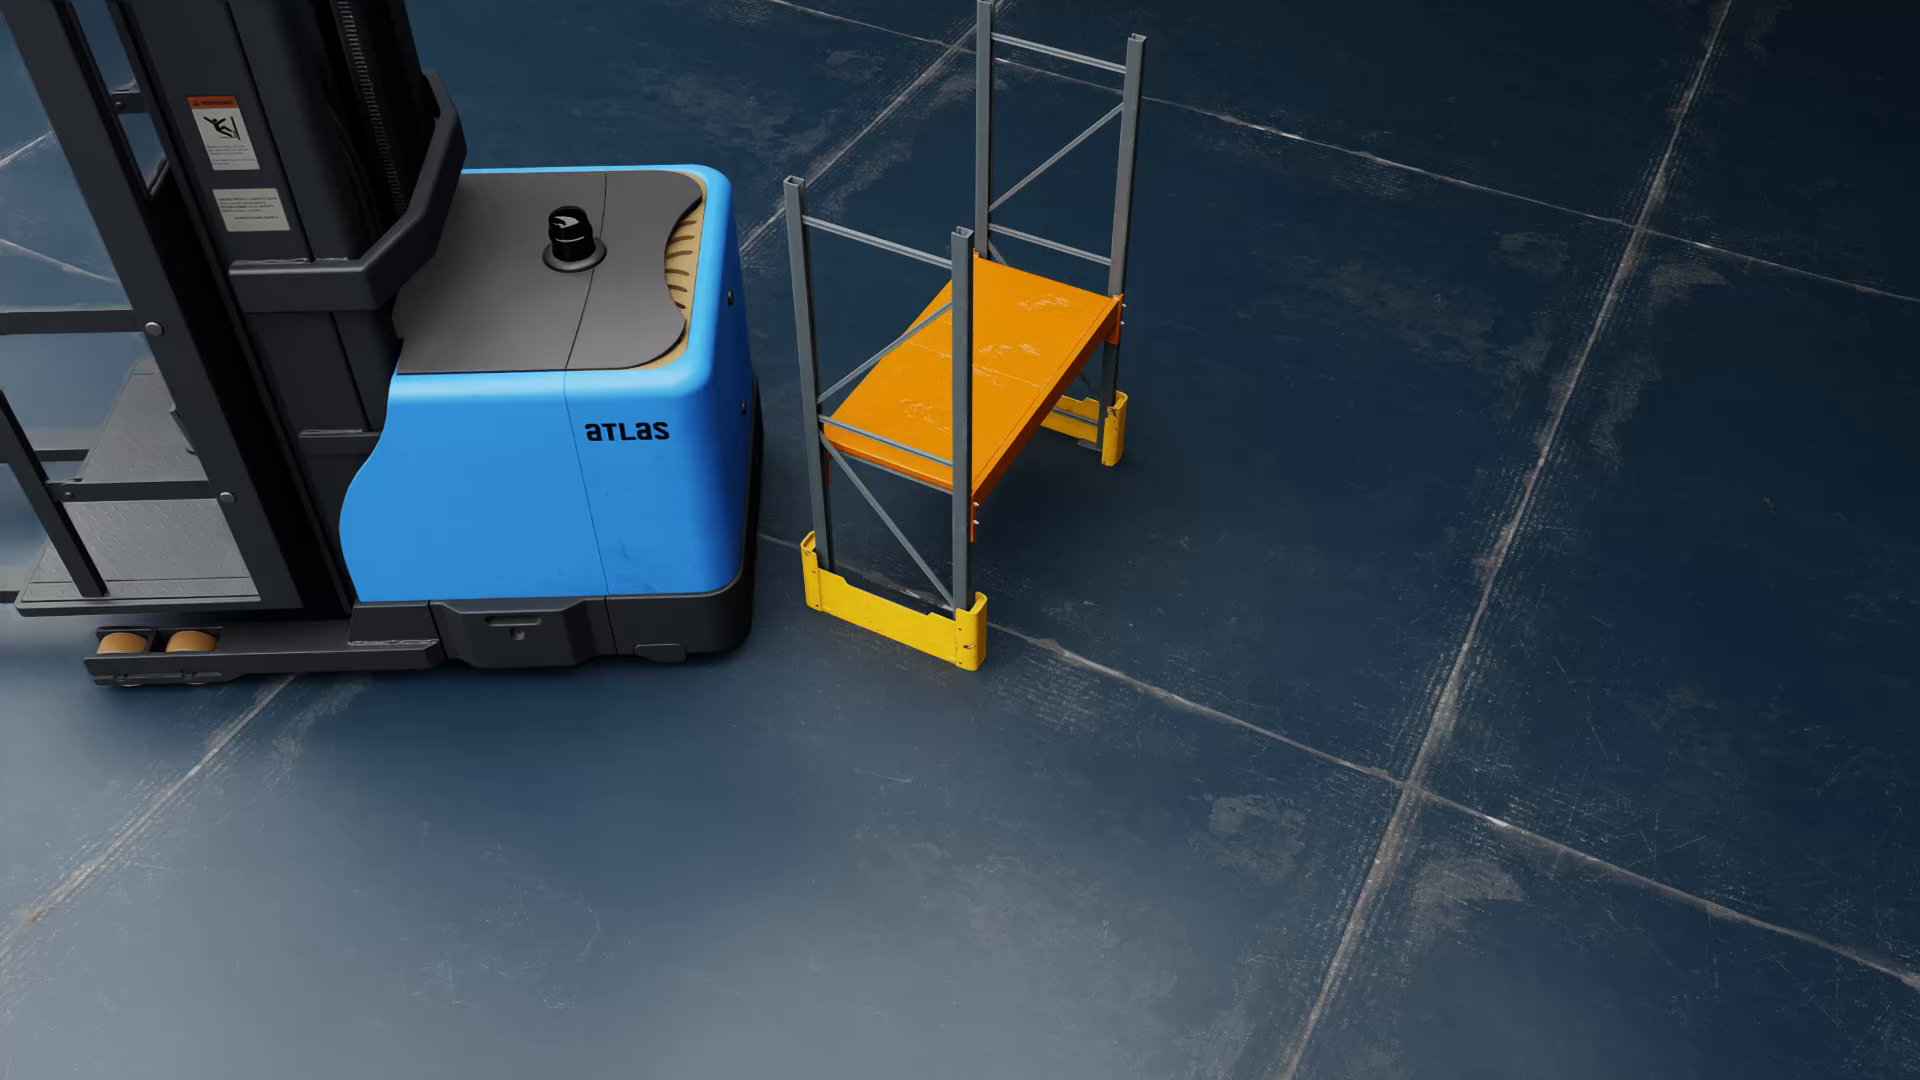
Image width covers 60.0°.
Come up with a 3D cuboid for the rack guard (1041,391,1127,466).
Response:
[{"bbox_3d":[0.267,-0.450,5.519,0.587,0.250,0.087,20,49,19],"label":"rack guard"}]

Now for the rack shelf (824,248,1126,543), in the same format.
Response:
[{"bbox_3d":[0.040,-0.455,4.898,0.538,0.185,1.000,20,49,19],"label":"rack shelf"}]

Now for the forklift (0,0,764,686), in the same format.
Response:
[{"bbox_3d":[-2.146,-0.990,4.168,3.031,2.935,1.130,-2,45,-1],"label":"forklift"}]

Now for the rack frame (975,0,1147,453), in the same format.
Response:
[{"bbox_3d":[0.276,-0.901,5.086,0.500,1.500,0.032,20,49,19],"label":"rack frame"}]

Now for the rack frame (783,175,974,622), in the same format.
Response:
[{"bbox_3d":[-0.196,-0.261,4.453,0.500,1.500,0.032,20,49,19],"label":"rack frame"}]

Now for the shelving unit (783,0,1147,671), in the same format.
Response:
[{"bbox_3d":[0.035,-0.575,4.764,0.587,1.500,1.083,20,49,19],"label":"shelving unit"}]

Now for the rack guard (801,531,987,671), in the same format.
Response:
[{"bbox_3d":[-0.196,0.178,4.898,0.587,0.250,0.087,20,49,19],"label":"rack guard"}]
